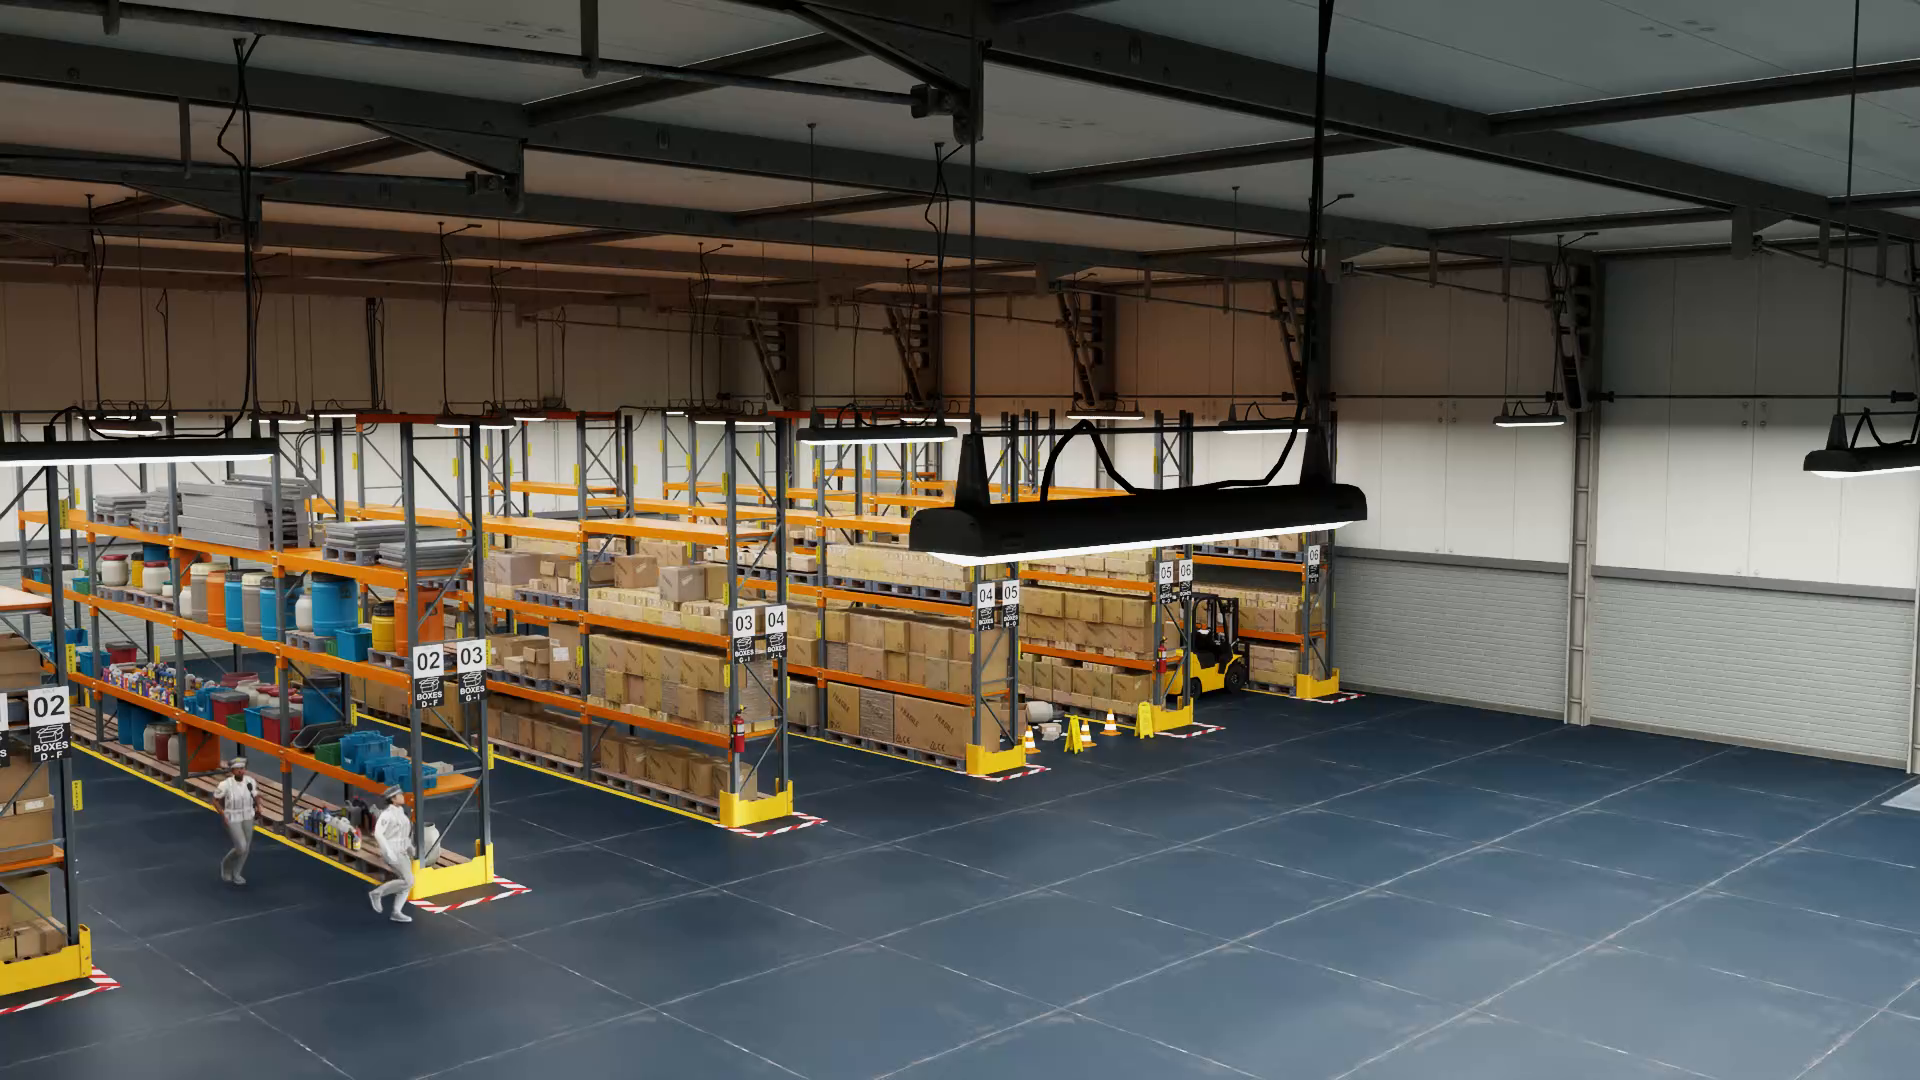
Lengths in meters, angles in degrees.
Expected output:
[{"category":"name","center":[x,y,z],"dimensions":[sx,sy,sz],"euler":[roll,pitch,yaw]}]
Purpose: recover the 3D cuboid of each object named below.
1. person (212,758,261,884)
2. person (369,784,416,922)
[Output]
[{"category":"person","center":[-9.291,3.630,21.513],"dimensions":[0.564,1.668,0.561],"euler":[4,7,42]},{"category":"person","center":[-6.854,3.769,20.177],"dimensions":[0.516,1.620,0.650],"euler":[0,5,1]}]
